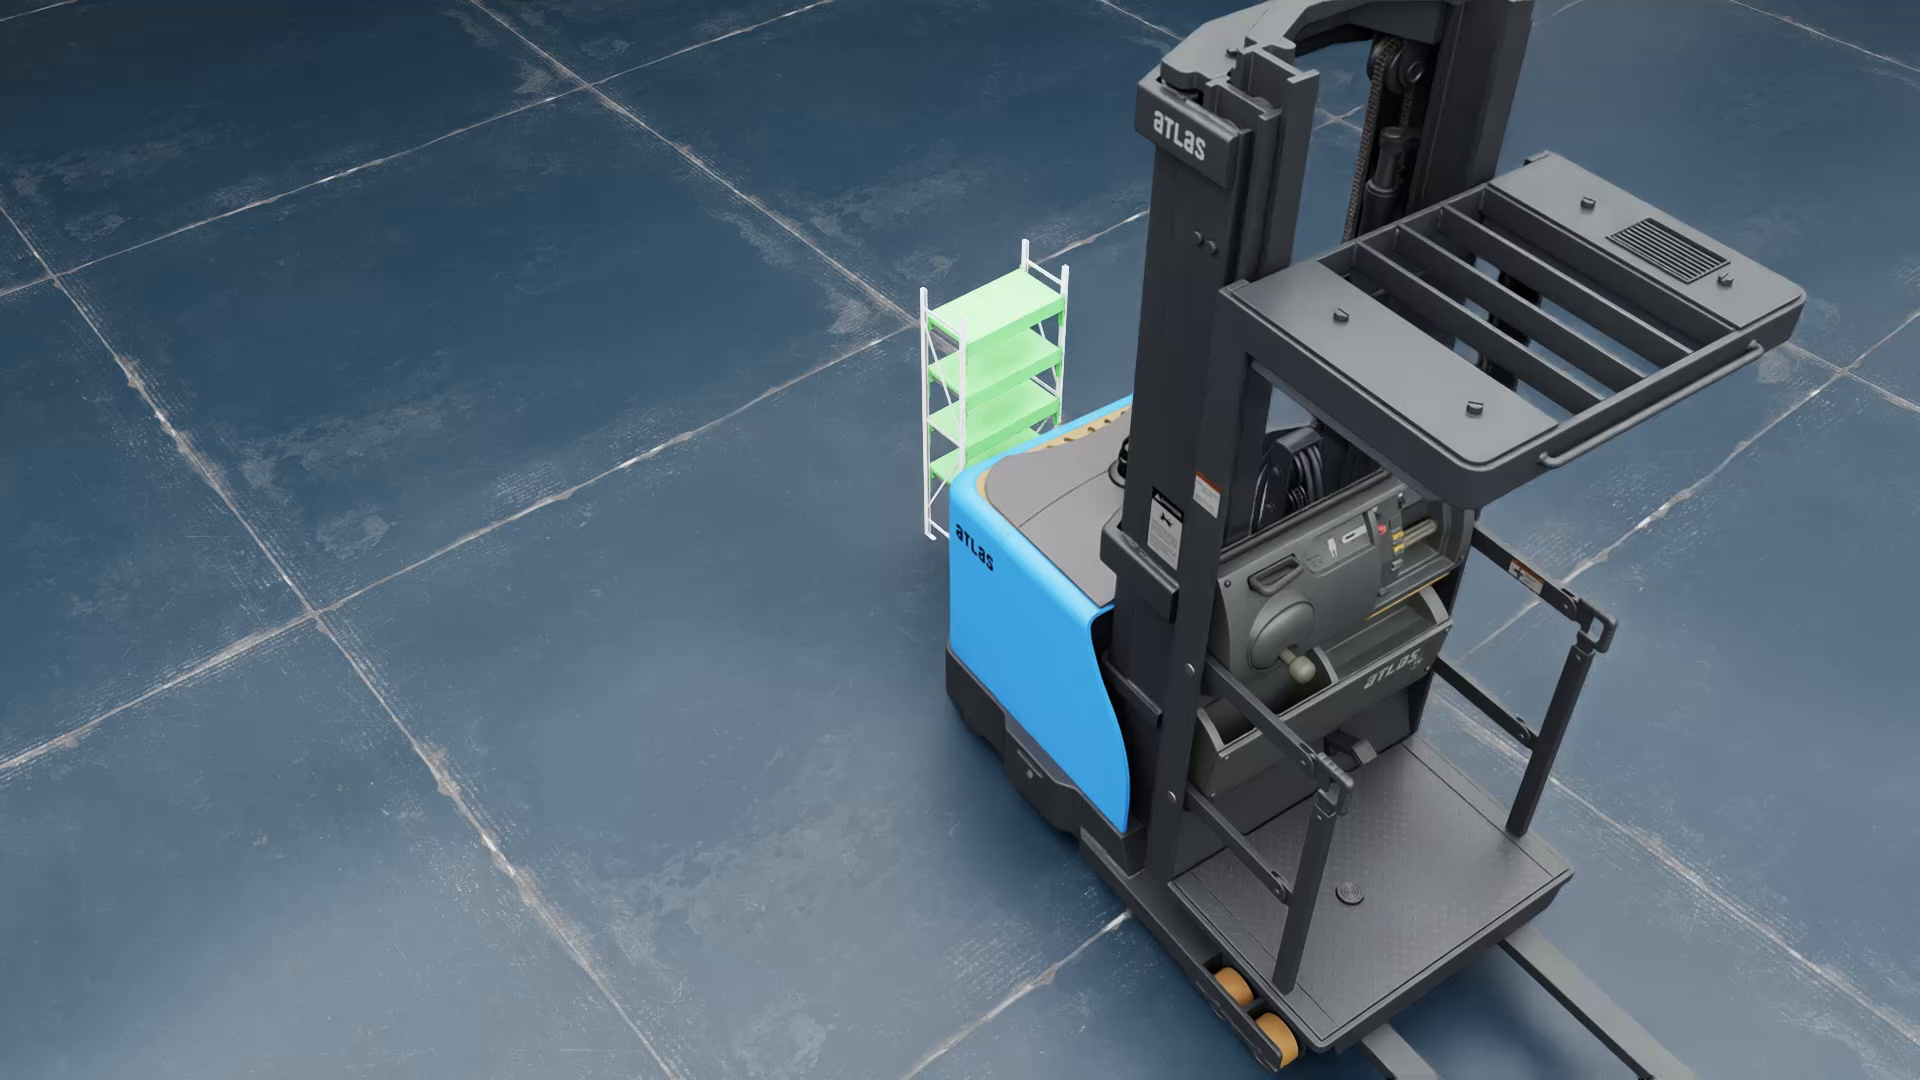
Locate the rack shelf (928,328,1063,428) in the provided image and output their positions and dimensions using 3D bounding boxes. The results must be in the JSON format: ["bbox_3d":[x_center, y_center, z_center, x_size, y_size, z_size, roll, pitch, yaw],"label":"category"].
[{"bbox_3d":[0.127,-0.638,6.296,0.480,0.148,0.258,-30,51,-28],"label":"rack shelf"}]

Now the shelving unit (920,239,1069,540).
[{"bbox_3d":[0.127,-0.510,6.417,0.503,1.200,0.258,-30,51,-28],"label":"shelving unit"}]

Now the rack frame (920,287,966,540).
[{"bbox_3d":[-0.060,-0.403,6.303,0.015,1.200,0.240,-30,51,-28],"label":"rack frame"}]

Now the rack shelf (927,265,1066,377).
[{"bbox_3d":[0.127,-0.813,6.132,0.480,0.148,0.258,-30,51,-28],"label":"rack shelf"}]

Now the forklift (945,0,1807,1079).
[{"bbox_3d":[1.196,0.153,4.446,1.130,2.935,3.031,-25,49,-24],"label":"forklift"}]

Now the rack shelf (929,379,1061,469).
[{"bbox_3d":[0.127,-0.463,6.460,0.480,0.148,0.258,-30,51,-28],"label":"rack shelf"}]

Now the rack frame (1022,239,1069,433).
[{"bbox_3d":[0.314,-0.617,6.531,0.015,1.200,0.240,-30,51,-28],"label":"rack frame"}]

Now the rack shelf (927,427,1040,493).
[{"bbox_3d":[0.127,-0.289,6.625,0.480,0.148,0.258,-30,51,-28],"label":"rack shelf"}]
